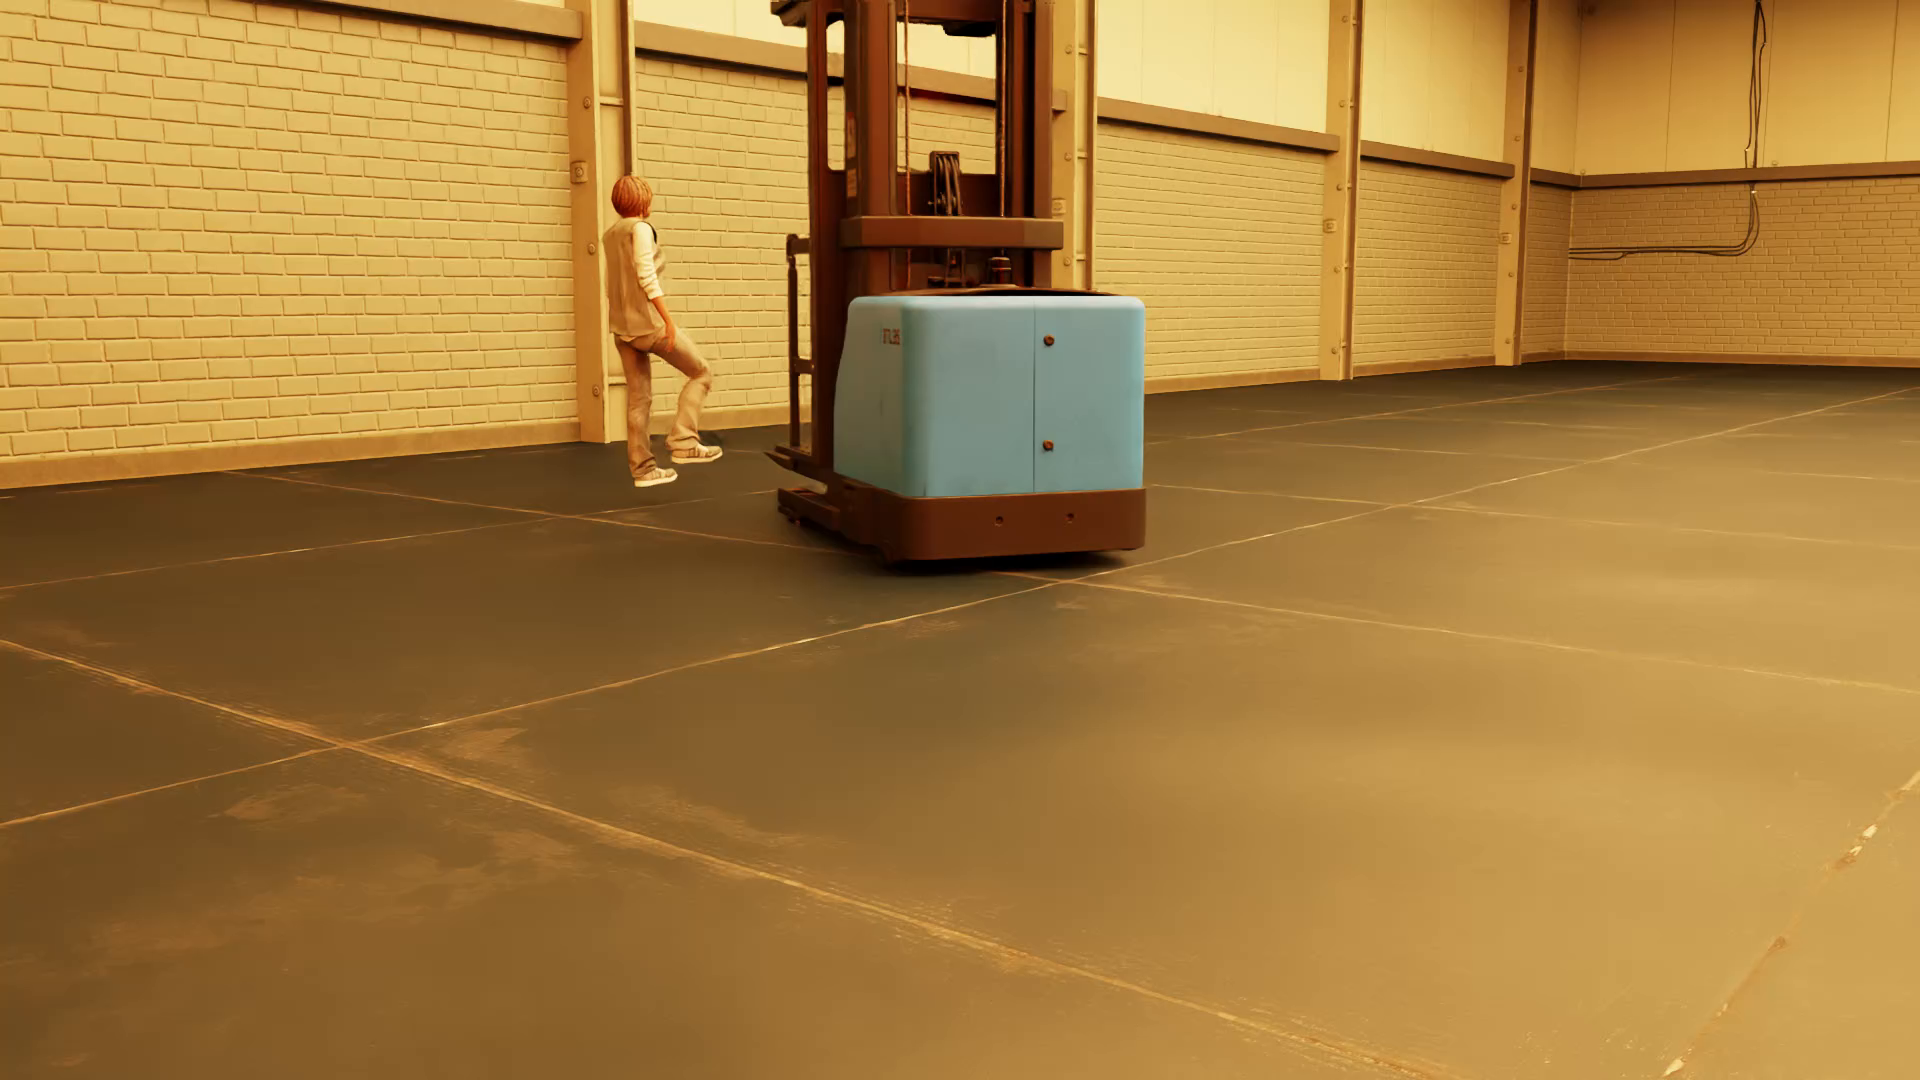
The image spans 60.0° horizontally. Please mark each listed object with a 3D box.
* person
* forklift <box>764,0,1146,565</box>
[{"bbox_3d":[-1.570,-1.076,8.613,0.483,1.590,0.515,-7,11,-40],"label":"person"},{"bbox_3d":[-0.235,-1.528,7.727,1.130,2.935,3.031,-3,9,-20],"label":"forklift"}]
